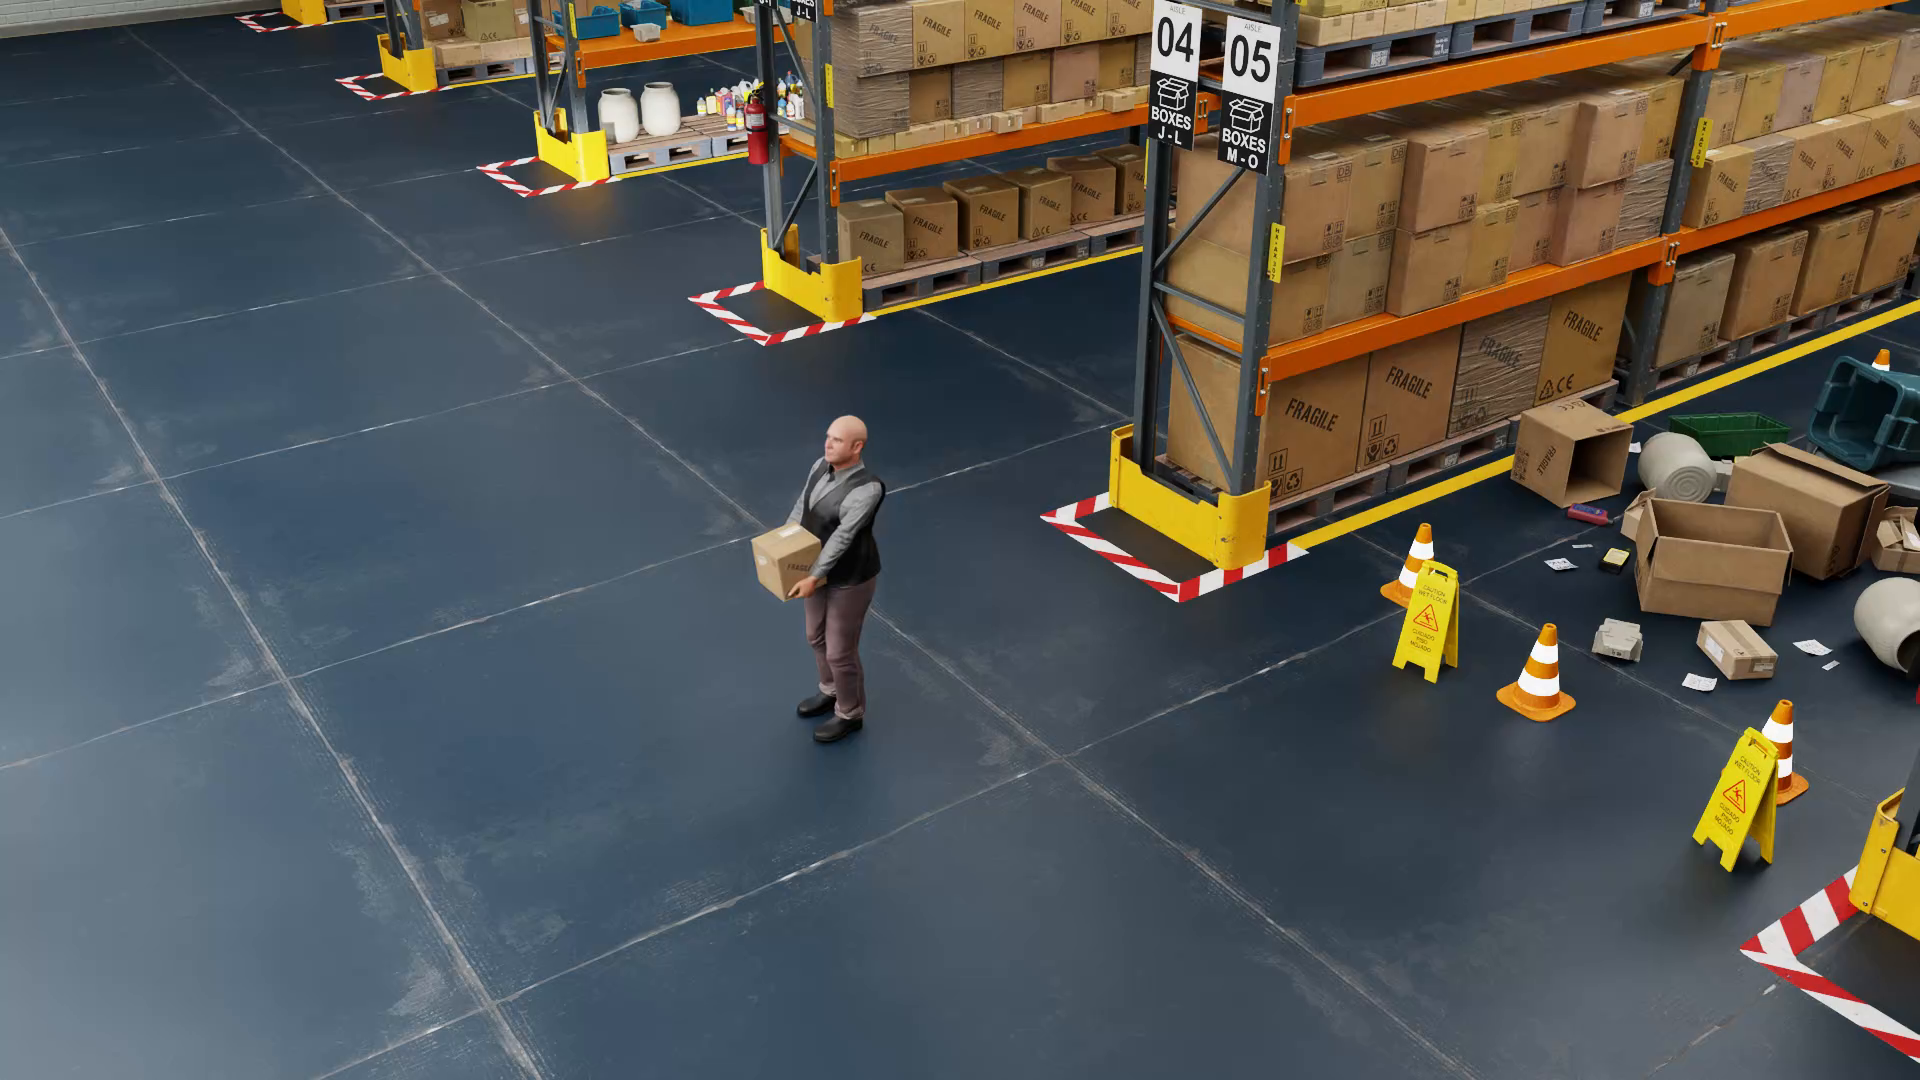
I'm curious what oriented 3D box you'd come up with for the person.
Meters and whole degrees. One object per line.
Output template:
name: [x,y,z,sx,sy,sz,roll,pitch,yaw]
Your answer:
person: [-0.675,0.207,8.276,0.539,1.712,0.494,-19,34,-31]
